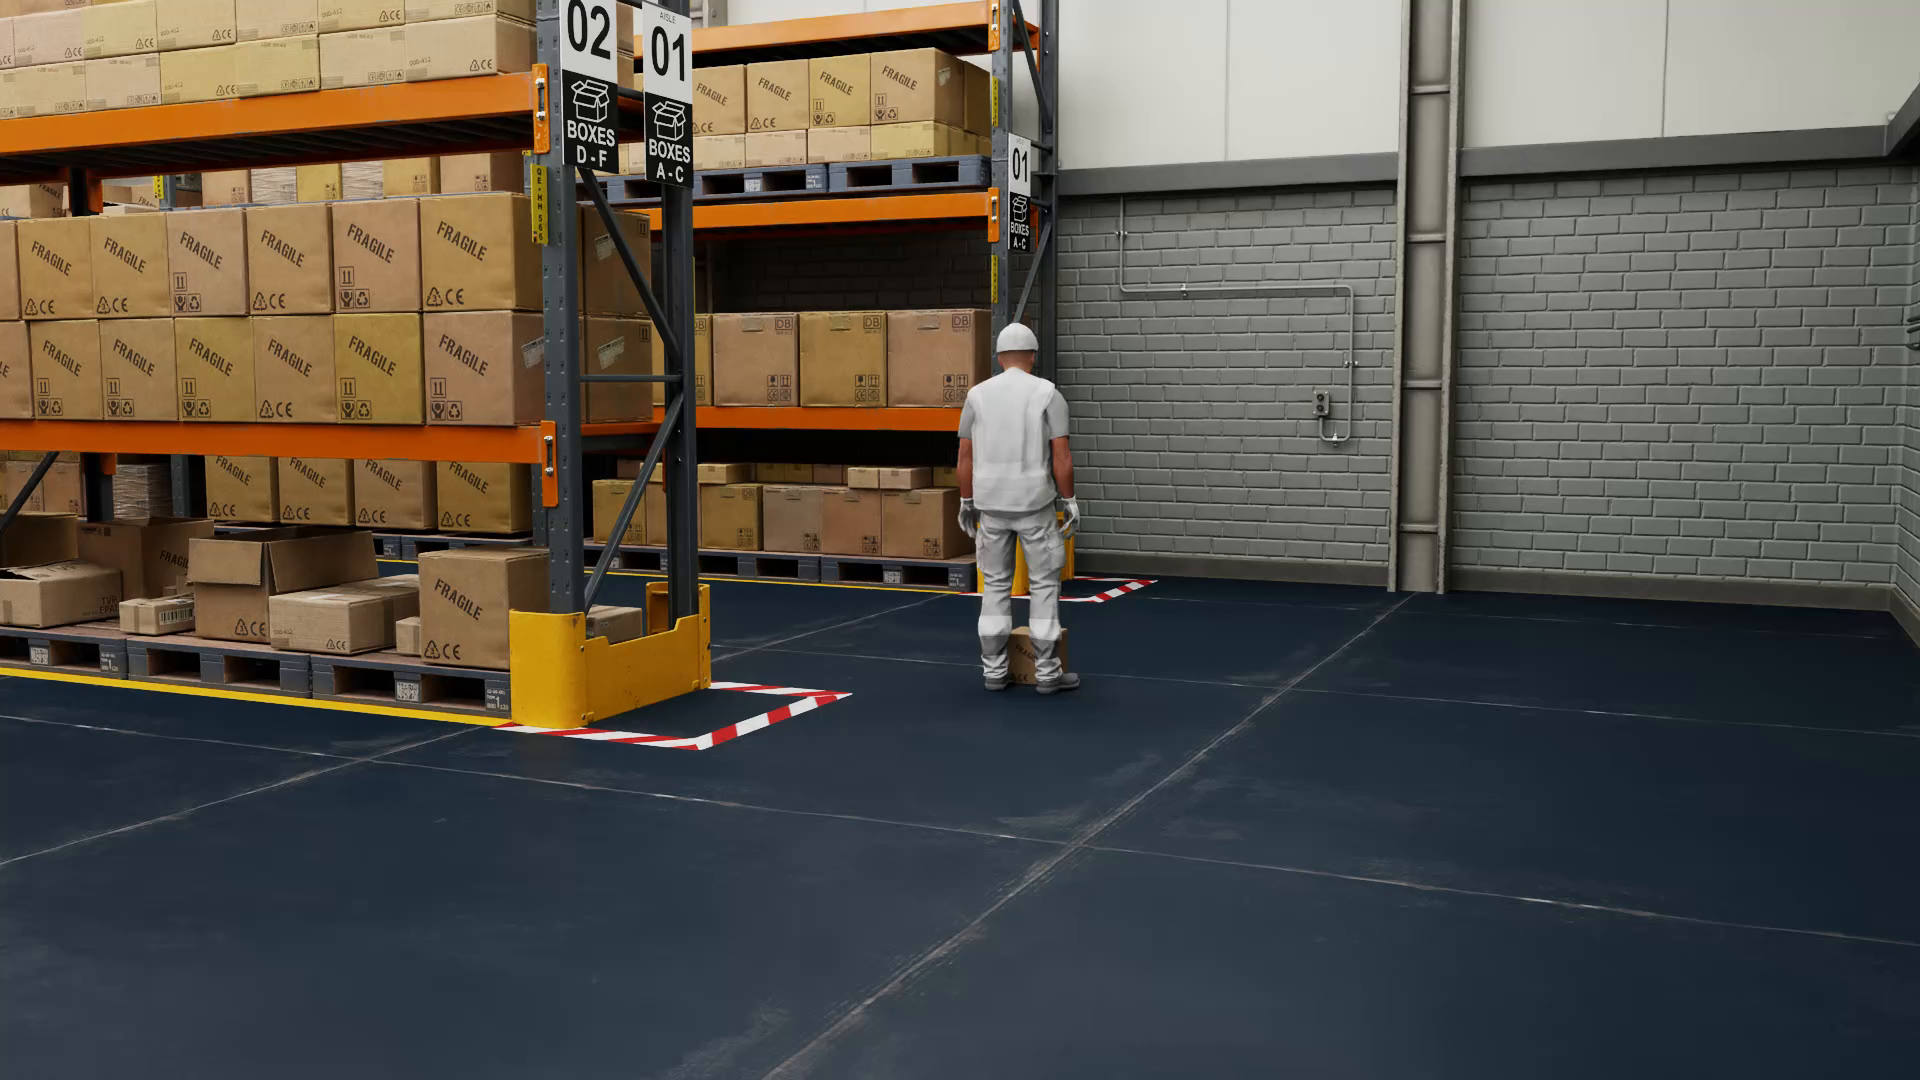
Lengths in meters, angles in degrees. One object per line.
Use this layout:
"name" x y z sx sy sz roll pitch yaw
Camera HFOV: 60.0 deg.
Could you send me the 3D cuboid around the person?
"person" 0.282 -0.159 8.061 0.614 1.778 0.453 2 6 20
